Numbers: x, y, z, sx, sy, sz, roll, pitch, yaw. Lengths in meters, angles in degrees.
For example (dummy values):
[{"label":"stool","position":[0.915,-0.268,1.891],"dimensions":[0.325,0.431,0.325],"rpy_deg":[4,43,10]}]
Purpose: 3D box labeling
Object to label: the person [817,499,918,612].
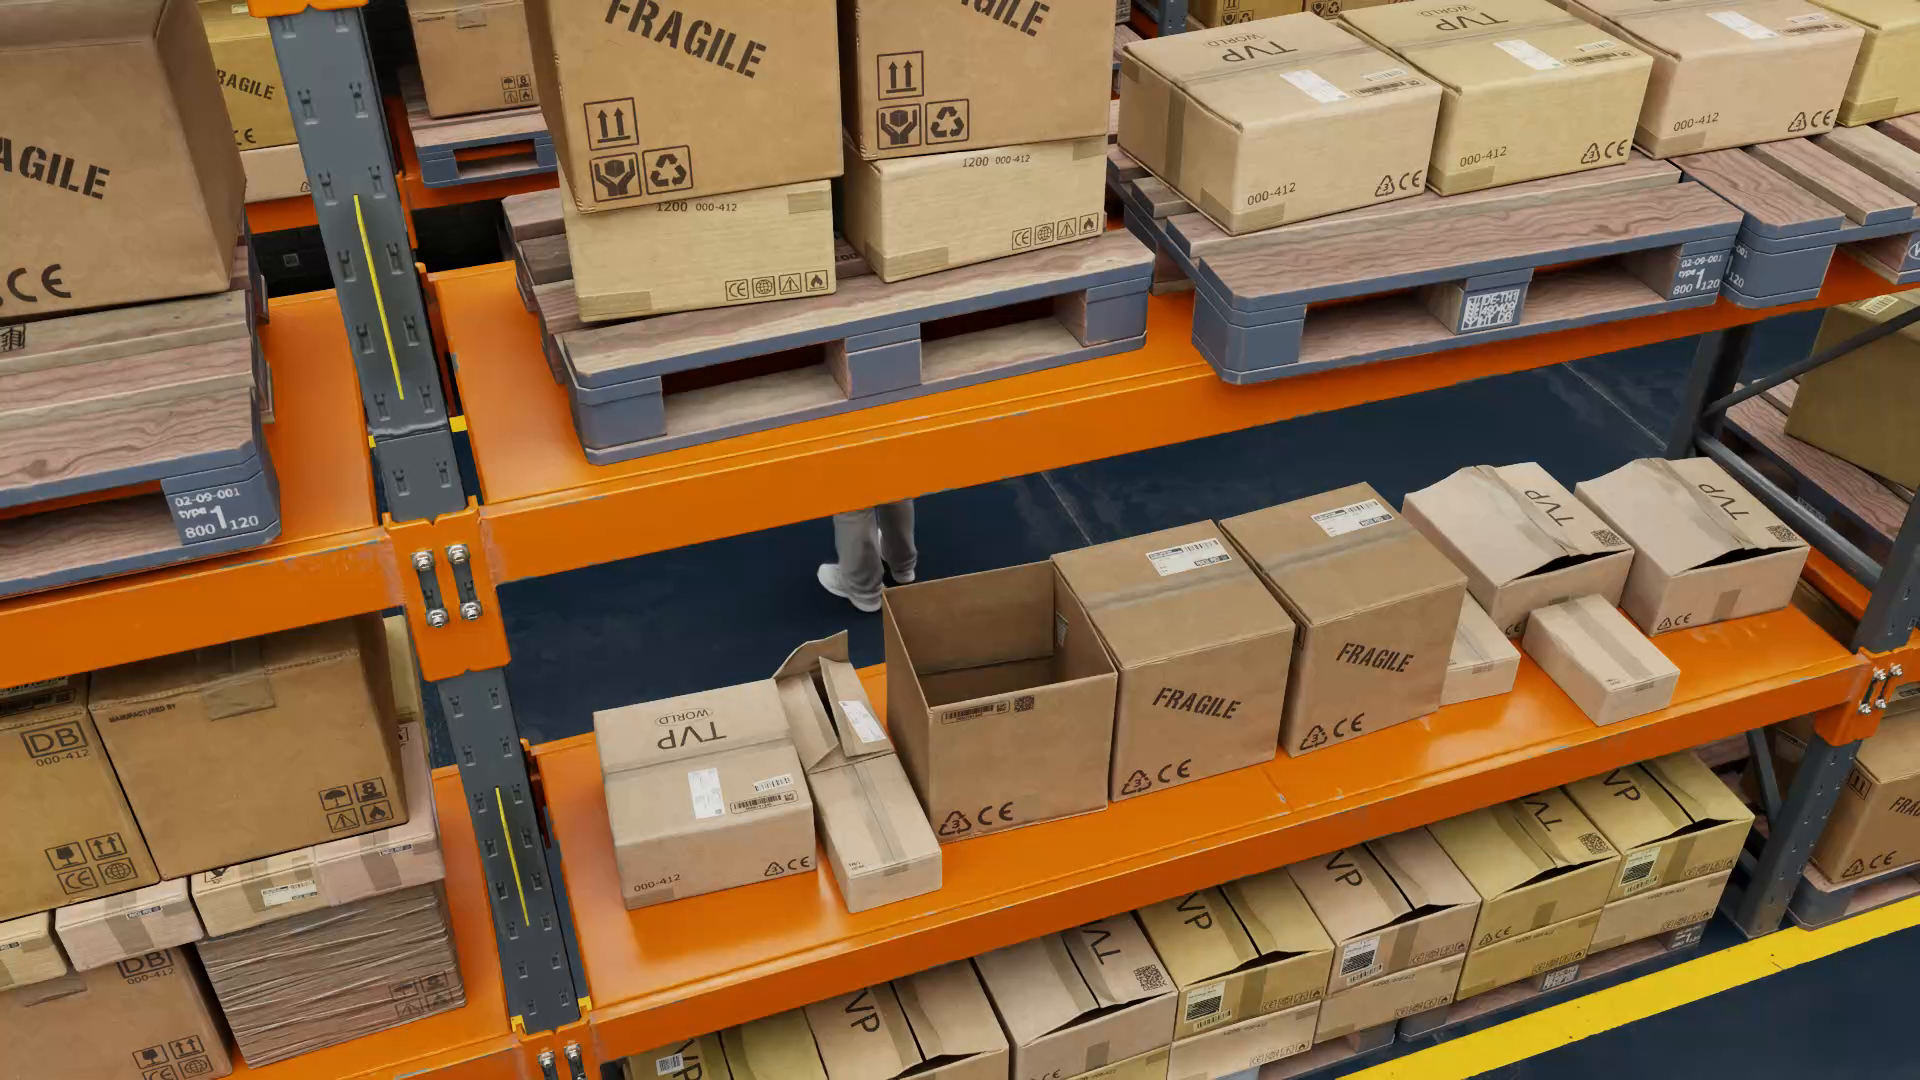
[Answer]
[{"label":"person","position":[-0.403,-0.507,6.809],"dimensions":[0.466,1.786,0.606],"rpy_deg":[30,46,33]}]
